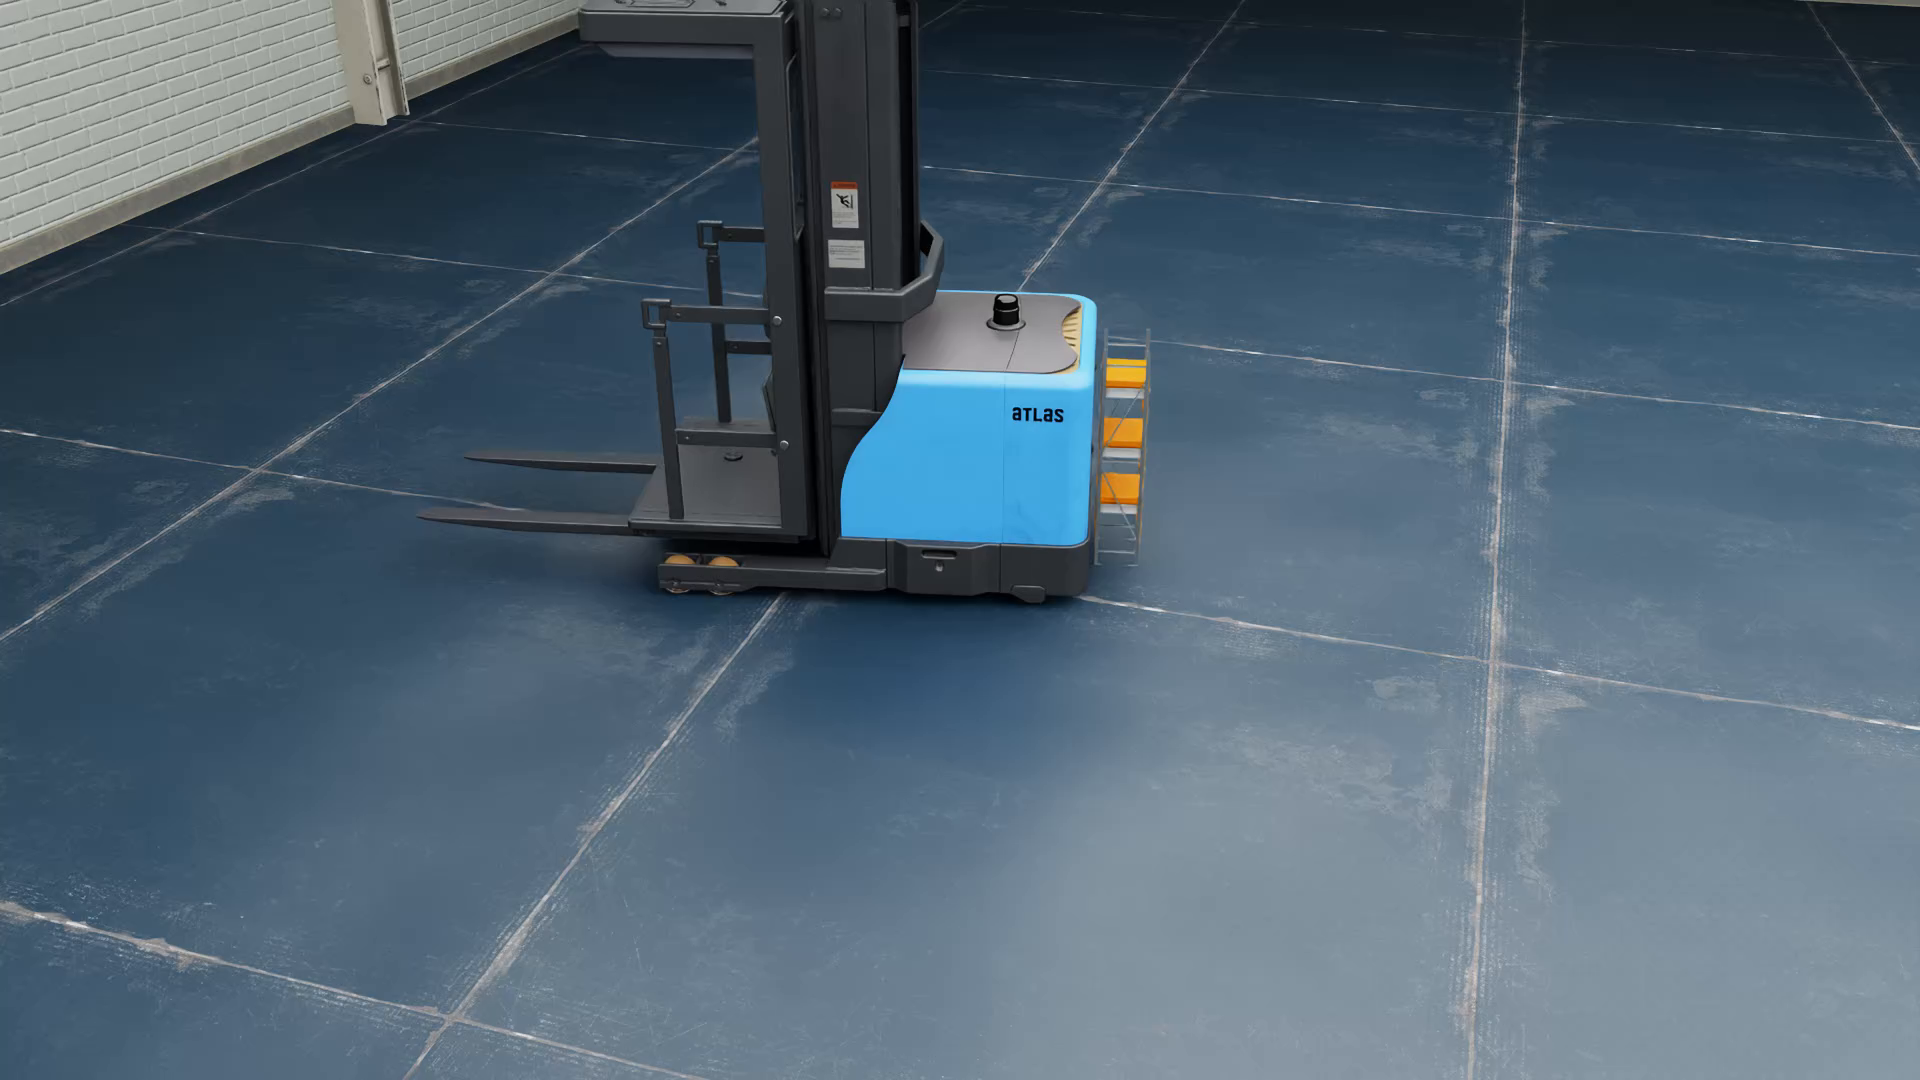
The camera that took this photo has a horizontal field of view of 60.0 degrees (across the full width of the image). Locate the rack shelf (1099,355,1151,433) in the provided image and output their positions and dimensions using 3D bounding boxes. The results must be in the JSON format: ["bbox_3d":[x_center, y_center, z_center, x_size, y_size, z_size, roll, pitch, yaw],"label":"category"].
[{"bbox_3d":[0.718,-0.640,7.258,0.215,0.259,0.240,2,29,4],"label":"rack shelf"}]

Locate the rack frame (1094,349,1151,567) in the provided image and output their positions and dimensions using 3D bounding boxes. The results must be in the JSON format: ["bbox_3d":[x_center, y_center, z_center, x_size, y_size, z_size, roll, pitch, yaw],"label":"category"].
[{"bbox_3d":[0.707,-0.342,7.285,0.200,1.050,0.008,2,29,4],"label":"rack frame"}]

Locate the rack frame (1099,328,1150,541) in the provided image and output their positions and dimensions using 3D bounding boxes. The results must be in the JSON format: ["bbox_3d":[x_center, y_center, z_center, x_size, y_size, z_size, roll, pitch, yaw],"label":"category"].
[{"bbox_3d":[0.728,-0.460,7.497,0.200,1.050,0.008,2,29,4],"label":"rack frame"}]

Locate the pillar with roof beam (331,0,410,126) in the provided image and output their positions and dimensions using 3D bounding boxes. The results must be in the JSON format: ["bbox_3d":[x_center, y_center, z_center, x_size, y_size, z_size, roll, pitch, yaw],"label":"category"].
[{"bbox_3d":[-0.842,-6.932,10.955,9.100,9.000,0.400,8,30,15],"label":"pillar with roof beam"}]

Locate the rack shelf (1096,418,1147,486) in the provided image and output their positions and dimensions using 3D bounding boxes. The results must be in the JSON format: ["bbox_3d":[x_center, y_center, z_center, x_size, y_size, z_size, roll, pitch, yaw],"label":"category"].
[{"bbox_3d":[0.718,-0.392,7.396,0.215,0.259,0.240,2,29,4],"label":"rack shelf"}]

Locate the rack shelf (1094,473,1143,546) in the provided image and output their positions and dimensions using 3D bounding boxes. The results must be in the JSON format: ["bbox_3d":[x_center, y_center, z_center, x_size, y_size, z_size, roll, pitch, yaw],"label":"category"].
[{"bbox_3d":[0.717,-0.149,7.531,0.215,0.259,0.240,2,29,4],"label":"rack shelf"}]

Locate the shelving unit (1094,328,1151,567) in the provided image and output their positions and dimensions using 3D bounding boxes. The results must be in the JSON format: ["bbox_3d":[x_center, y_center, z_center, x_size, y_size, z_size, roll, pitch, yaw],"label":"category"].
[{"bbox_3d":[0.718,-0.401,7.391,0.215,1.050,0.252,2,29,4],"label":"shelving unit"}]

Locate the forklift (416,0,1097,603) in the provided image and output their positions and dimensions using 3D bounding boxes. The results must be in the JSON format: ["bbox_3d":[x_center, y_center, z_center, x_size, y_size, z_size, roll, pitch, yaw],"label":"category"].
[{"bbox_3d":[-0.915,-1.290,7.054,3.031,2.935,1.130,2,29,4],"label":"forklift"}]
